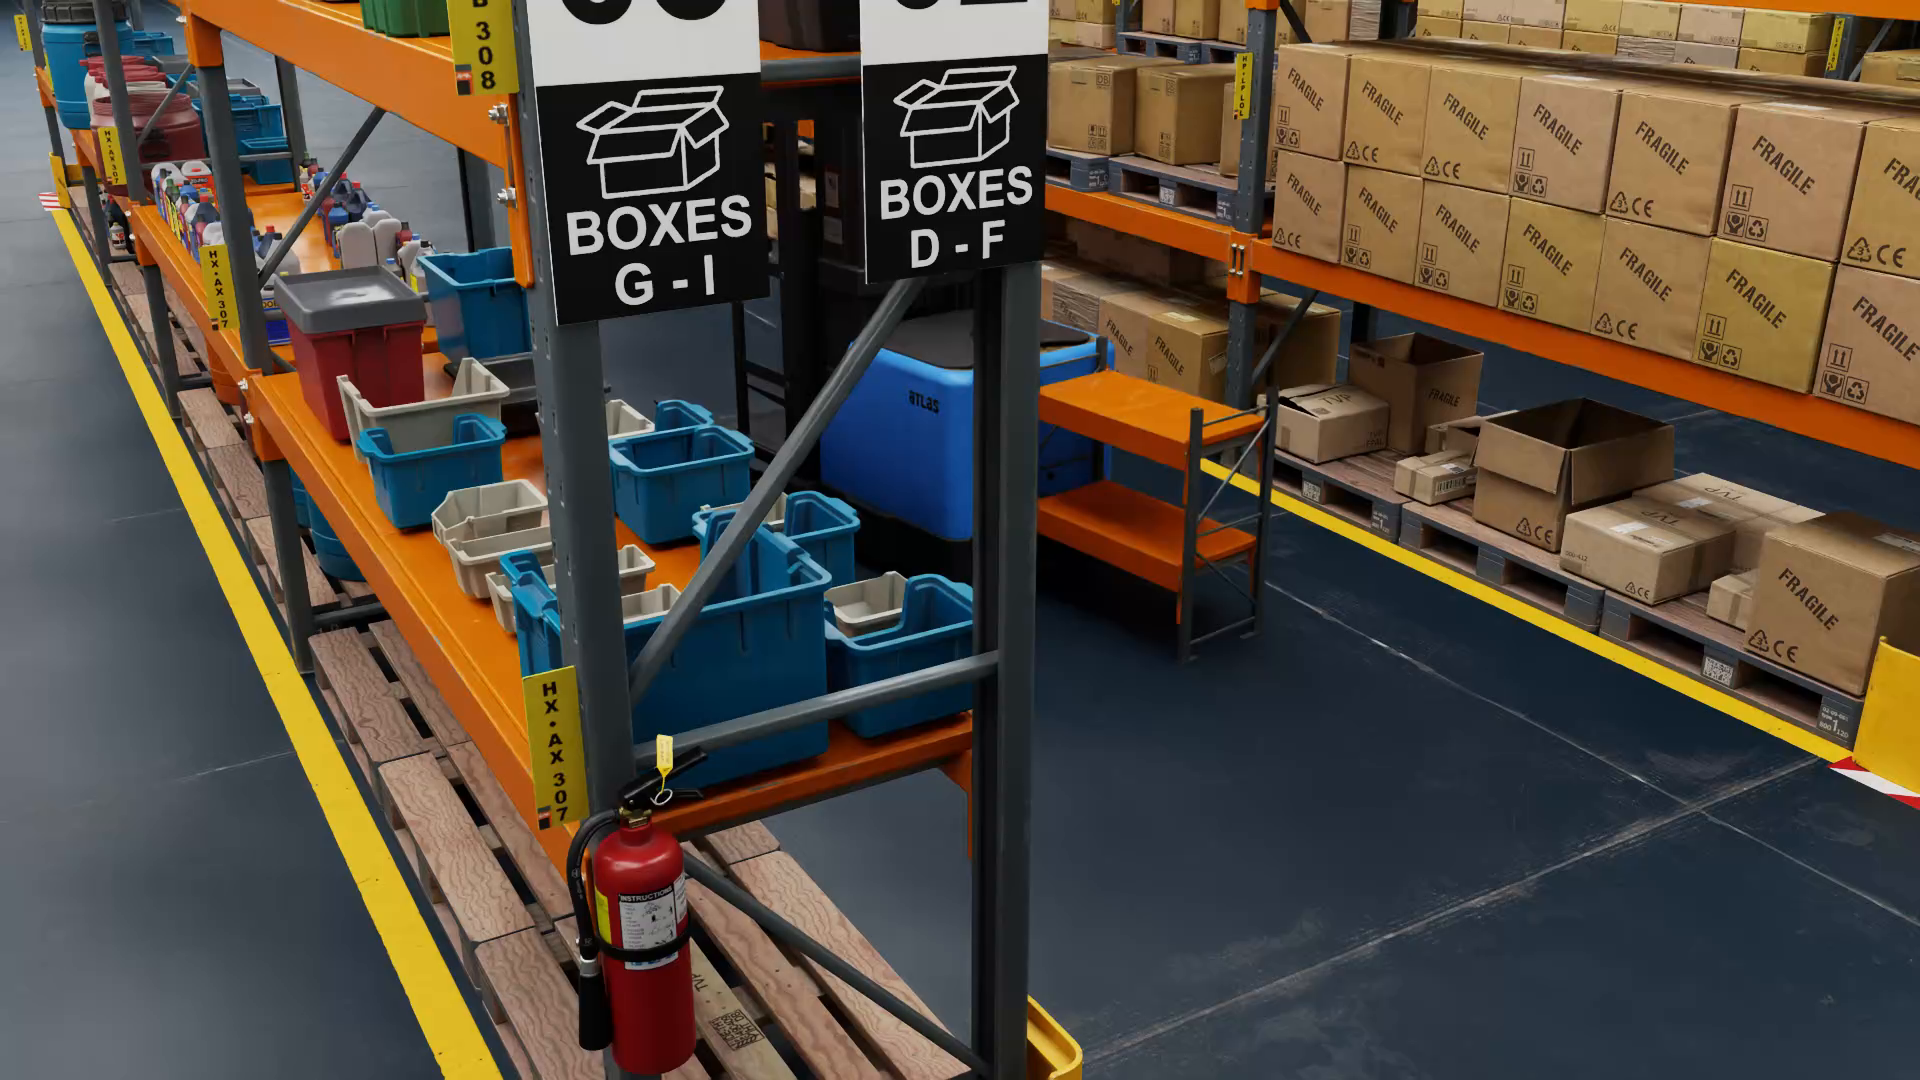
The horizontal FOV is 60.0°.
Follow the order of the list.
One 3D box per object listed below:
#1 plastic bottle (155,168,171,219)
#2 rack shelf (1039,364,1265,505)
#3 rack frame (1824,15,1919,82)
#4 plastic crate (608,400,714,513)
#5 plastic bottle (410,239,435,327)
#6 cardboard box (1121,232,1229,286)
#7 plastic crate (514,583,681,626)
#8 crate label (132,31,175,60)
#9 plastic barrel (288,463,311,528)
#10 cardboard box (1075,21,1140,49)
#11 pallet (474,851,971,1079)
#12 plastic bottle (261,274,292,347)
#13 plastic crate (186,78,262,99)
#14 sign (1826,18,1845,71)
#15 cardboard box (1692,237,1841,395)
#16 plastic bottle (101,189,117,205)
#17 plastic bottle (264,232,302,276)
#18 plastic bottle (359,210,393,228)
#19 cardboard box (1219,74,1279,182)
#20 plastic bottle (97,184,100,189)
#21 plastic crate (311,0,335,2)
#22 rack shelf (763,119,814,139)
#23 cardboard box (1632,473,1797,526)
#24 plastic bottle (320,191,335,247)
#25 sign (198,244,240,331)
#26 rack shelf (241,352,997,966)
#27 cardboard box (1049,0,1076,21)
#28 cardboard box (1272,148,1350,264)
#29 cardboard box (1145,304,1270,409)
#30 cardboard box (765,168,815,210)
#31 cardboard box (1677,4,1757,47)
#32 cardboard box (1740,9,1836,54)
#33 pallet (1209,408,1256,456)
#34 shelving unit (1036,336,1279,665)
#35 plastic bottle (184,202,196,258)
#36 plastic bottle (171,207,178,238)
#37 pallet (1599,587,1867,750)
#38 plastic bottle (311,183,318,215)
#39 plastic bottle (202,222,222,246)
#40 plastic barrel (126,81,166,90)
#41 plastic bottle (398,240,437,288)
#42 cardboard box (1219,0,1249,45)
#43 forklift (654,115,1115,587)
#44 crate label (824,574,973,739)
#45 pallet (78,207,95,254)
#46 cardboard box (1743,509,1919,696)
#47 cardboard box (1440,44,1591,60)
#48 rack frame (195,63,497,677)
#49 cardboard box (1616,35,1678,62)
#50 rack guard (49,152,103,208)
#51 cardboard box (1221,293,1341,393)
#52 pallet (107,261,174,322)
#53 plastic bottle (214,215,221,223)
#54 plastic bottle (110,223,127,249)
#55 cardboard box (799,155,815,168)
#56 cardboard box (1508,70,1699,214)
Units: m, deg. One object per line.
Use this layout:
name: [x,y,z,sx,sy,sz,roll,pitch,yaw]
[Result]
plastic bottle: [-4.405,-1.926,9.236,0.097,0.271,0.097,0,22,0]
rack shelf: [0.797,-0.475,7.210,0.538,0.278,1.000,-17,28,-36]
rack frame: [6.177,-2.841,11.317,1.000,3.000,0.127,-13,25,-28]
plastic crate: [-0.966,-0.257,5.104,0.416,0.233,0.300,-13,25,-28]
plastic bottle: [-2.262,-1.102,7.104,0.144,0.351,0.185,-13,25,-28]
cardboard box: [1.372,-1.807,10.514,0.500,0.250,0.500,-13,25,-28]
plastic crate: [-0.869,0.225,4.046,0.396,0.136,0.243,-13,25,-28]
crate label: [-7.297,-4.292,14.842,0.502,0.435,0.616,-13,25,-28]
plastic barrel: [-2.965,-0.566,7.950,0.600,0.901,0.708,-13,25,-28]
cardboard box: [1.588,-5.465,17.947,0.500,0.250,0.500,-13,25,-28]
pallet: [-0.685,1.377,4.644,1.003,0.211,1.213,-13,25,-28]
plastic bottle: [-2.819,-0.943,6.813,0.152,0.276,0.135,-13,25,-28]
plastic crate: [-4.946,-2.842,11.234,0.402,0.464,0.583,-13,25,-28]
sign: [5.715,-3.233,10.850,0.100,0.325,0.005,-13,25,-28]
cardboard box: [3.233,-0.898,6.405,0.500,0.500,0.500,-12,25,-28]
plastic bottle: [-7.266,-2.821,14.203,0.144,0.351,0.185,-13,25,-29]
plastic bottle: [-2.967,-1.175,7.284,0.144,0.351,0.185,-13,25,-28]
plastic bottle: [-2.841,-1.476,8.123,0.152,0.276,0.135,-13,25,-28]
cardboard box: [1.870,-2.324,9.355,0.500,0.500,0.700,17,28,36]
plastic bottle: [-7.812,-3.113,15.026,0.097,0.271,0.097,0,22,0]
plastic crate: [-1.566,-1.529,4.456,0.437,0.136,0.530,-13,25,-28]
rack shelf: [-1.145,-3.496,13.884,1.077,0.370,4.000,-13,25,-28]
cardboard box: [3.419,-0.076,7.583,0.500,0.250,0.500,-13,25,-28]
plastic bottle: [-3.256,-1.670,8.591,0.061,0.283,0.133,-13,25,-28]
sign: [-2.814,-0.958,6.318,0.100,0.325,0.005,-13,25,-28]
rack shelf: [-1.319,0.045,5.172,1.077,0.370,4.000,-13,25,-28]
cardboard box: [1.323,-5.972,18.197,0.500,0.500,0.500,-13,25,-29]
cardboard box: [1.946,-1.716,8.416,0.500,0.500,0.500,-12,25,-27]
cardboard box: [1.422,-1.037,9.615,0.500,0.500,0.500,-13,25,-29]
cardboard box: [-1.383,-2.978,14.004,0.500,0.311,0.500,-12,25,-27]
cardboard box: [5.465,-3.651,11.760,0.500,0.250,0.500,-12,25,-27]
cardboard box: [5.718,-3.484,11.348,0.500,0.250,0.500,-12,25,-27]
pallet: [1.472,-0.851,10.125,1.003,0.211,1.213,-13,25,-28]
shelving unit: [0.797,-0.204,7.320,0.538,1.125,1.048,-17,28,-36]
plastic bottle: [-3.815,-1.552,8.316,0.097,0.271,0.097,0,22,0]
plastic bottle: [-4.100,-1.700,8.775,0.097,0.201,0.097,0,22,0]
pallet: [3.516,0.417,7.005,1.003,0.211,1.213,-13,25,-28]
plastic bottle: [-3.599,-1.942,9.370,0.097,0.201,0.097,0,22,0]
plastic bottle: [-3.451,-1.343,7.798,0.152,0.276,0.135,-13,25,-28]
plastic barrel: [-5.308,-2.710,10.847,0.421,0.512,0.421,0,22,0]
plastic bottle: [-2.436,-1.219,7.493,0.152,0.276,0.135,-13,25,-28]
cardboard box: [2.963,-5.120,16.207,0.700,0.500,0.500,-9,24,-21]
forklift: [-0.579,-1.616,8.394,1.130,2.935,3.031,-17,28,-36]
crate label: [-0.140,0.266,3.816,0.416,0.233,0.303,-13,25,-28]
pallet: [-7.361,-2.854,15.053,1.003,0.211,1.213,-13,25,-28]
cardboard box: [3.474,0.234,6.489,0.500,0.500,0.500,-13,25,-28]
cardboard box: [2.665,-2.117,8.076,0.500,0.500,0.500,-13,26,-29]
rack frame: [-2.340,-0.935,6.629,1.000,3.000,0.127,-13,25,-28]
cardboard box: [5.206,-3.463,12.293,0.500,0.500,0.500,-13,25,-28]
rack guard: [-8.391,-3.646,16.618,1.175,0.500,0.348,-13,25,-28]
cardboard box: [1.882,-1.136,9.859,0.500,0.500,0.500,-14,26,-31]
pallet: [-5.992,-1.986,12.918,1.003,0.211,1.213,-13,25,-28]
plastic bottle: [-3.549,-1.428,8.013,0.097,0.271,0.097,0,22,0]
plastic bottle: [-6.880,-2.490,13.586,0.097,0.201,0.097,0,22,0]
cardboard box: [-1.189,-3.252,14.678,0.500,0.311,0.500,-13,25,-28]
cardboard box: [2.710,-1.689,7.023,0.500,0.500,0.500,-12,25,-27]
